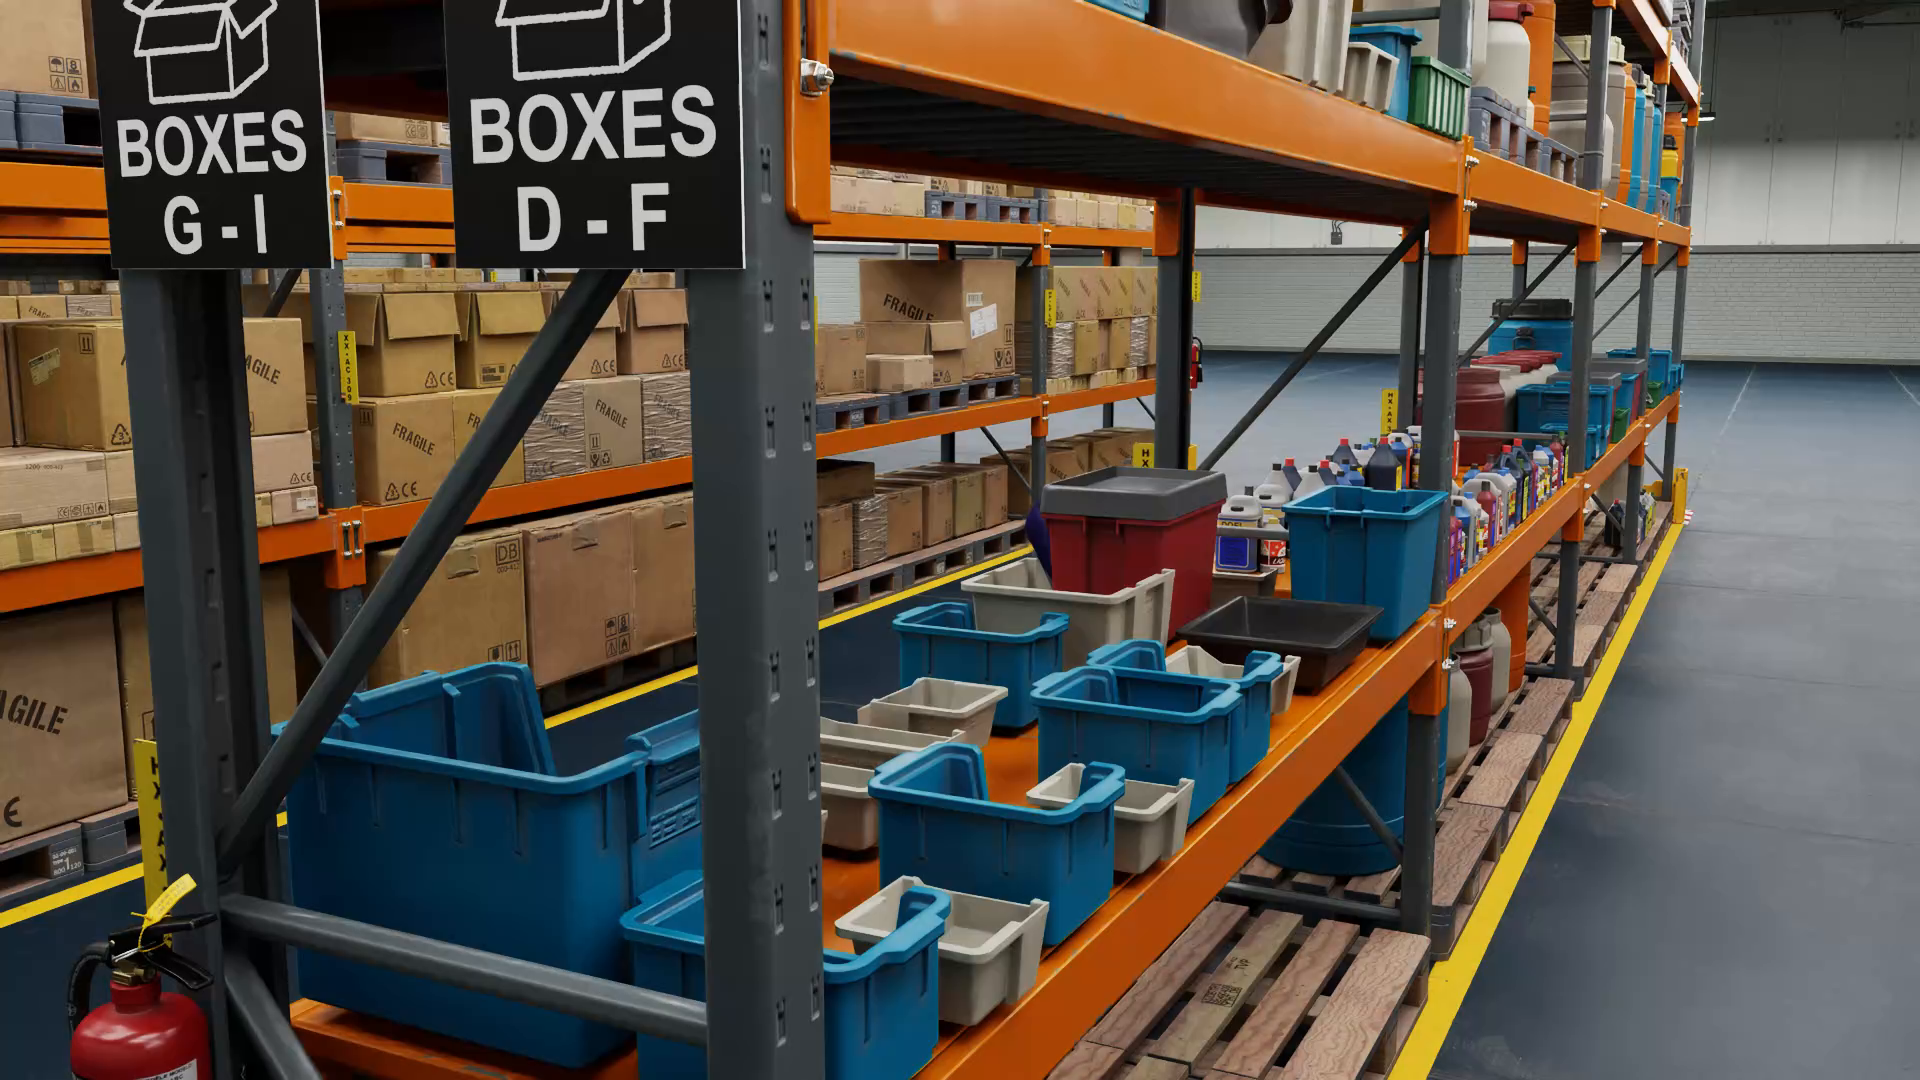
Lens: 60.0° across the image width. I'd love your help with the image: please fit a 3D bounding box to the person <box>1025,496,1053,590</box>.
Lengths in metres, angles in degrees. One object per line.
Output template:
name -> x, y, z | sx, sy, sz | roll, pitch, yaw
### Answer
person -> 0.759, 0.133, 10.590 | 0.660, 1.179, 0.459 | 4, 10, 24
